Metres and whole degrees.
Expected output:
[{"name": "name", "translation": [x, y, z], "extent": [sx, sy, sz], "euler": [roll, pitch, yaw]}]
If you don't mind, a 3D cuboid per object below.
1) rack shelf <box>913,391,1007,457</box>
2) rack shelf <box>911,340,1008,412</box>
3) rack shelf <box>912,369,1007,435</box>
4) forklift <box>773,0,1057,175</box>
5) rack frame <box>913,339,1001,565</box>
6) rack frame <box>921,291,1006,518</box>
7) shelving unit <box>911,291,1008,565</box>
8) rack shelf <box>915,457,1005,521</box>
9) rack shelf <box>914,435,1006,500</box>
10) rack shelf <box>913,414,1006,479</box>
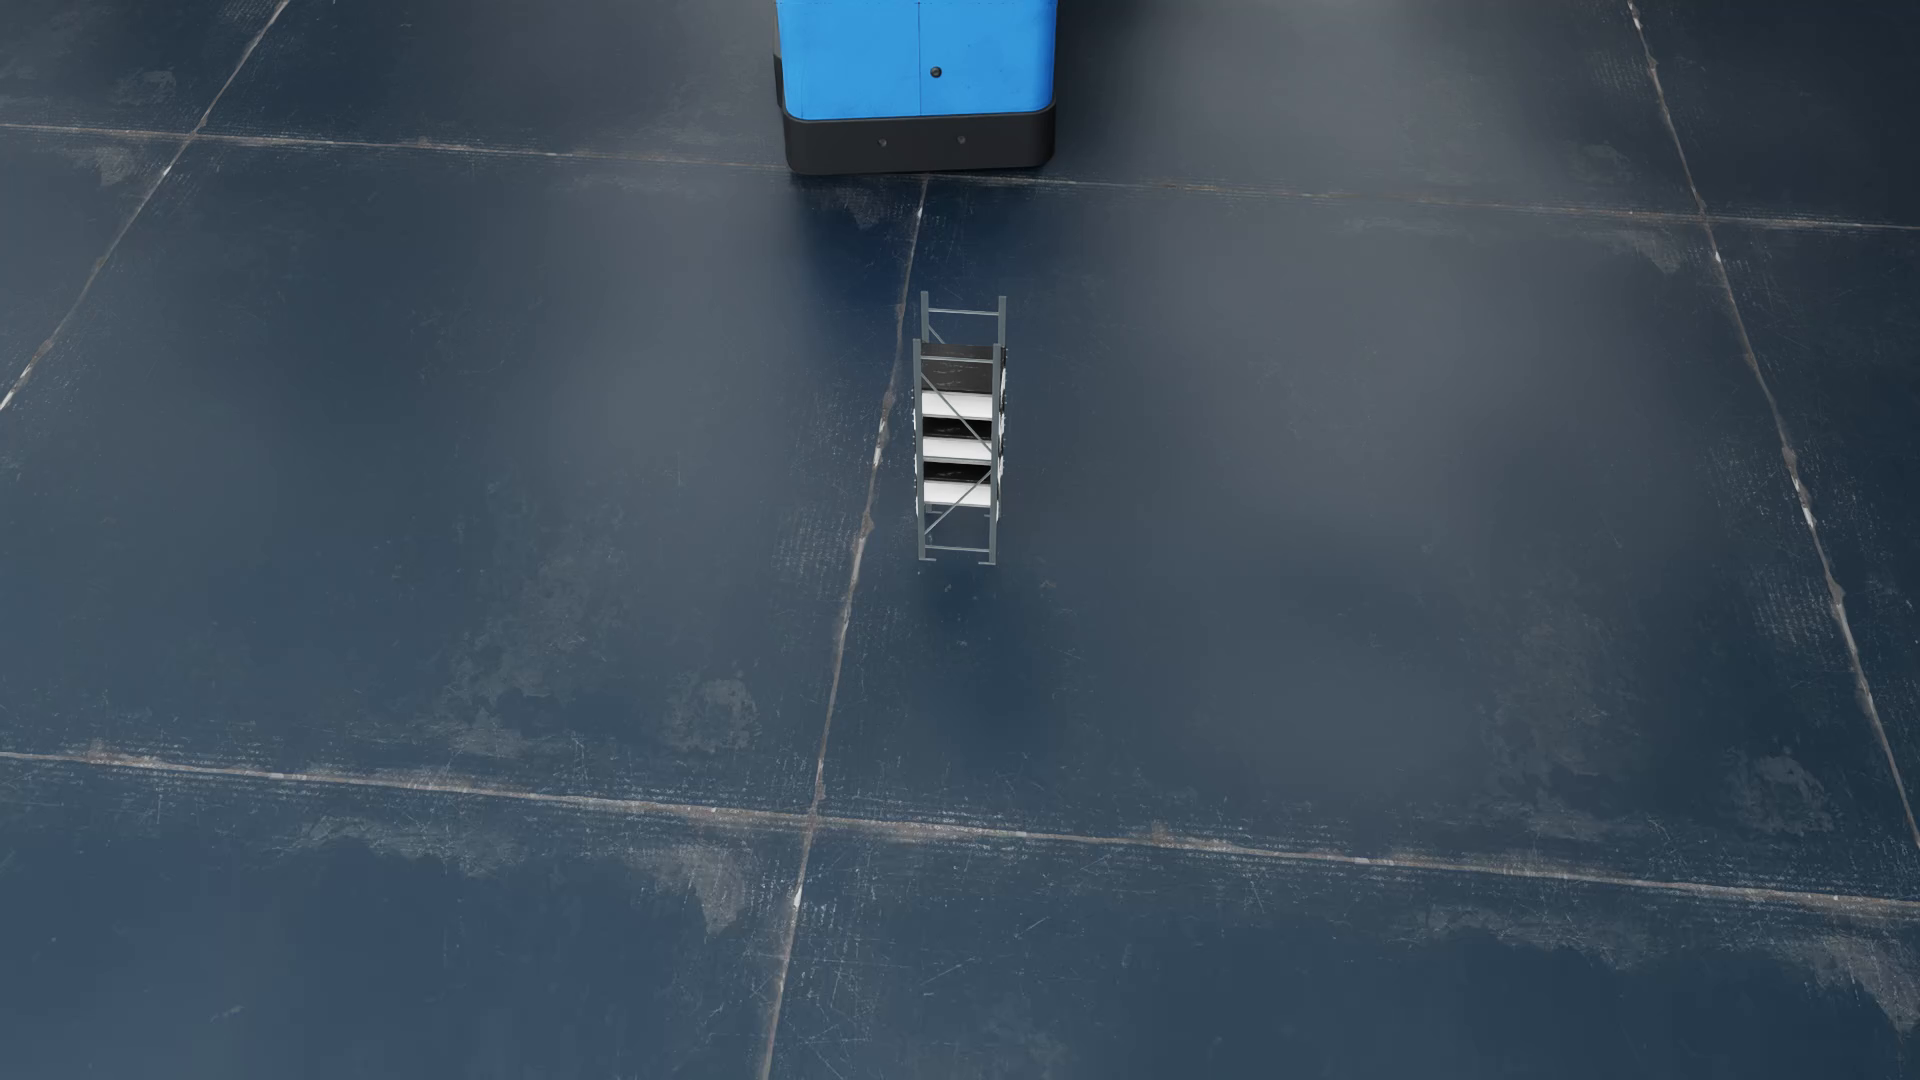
[{"name": "rack shelf", "translation": [0.001, -0.348, 4.882], "extent": [0.258, 0.077, 0.200], "euler": [4, 48, 4]}, {"name": "rack shelf", "translation": [0.001, -0.469, 4.749], "extent": [0.258, 0.077, 0.200], "euler": [4, 48, 4]}, {"name": "rack shelf", "translation": [0.001, -0.409, 4.815], "extent": [0.258, 0.077, 0.200], "euler": [4, 48, 4]}, {"name": "forklift", "translation": [-0.247, -3.489, 6.455], "extent": [1.130, 2.935, 3.031], "euler": [-3, 48, -3]}, {"name": "rack frame", "translation": [-0.009, -0.235, 4.855], "extent": [0.240, 0.900, 0.006], "euler": [4, 48, 4]}, {"name": "rack frame", "translation": [0.010, -0.384, 4.992], "extent": [0.240, 0.900, 0.006], "euler": [4, 48, 4]}, {"name": "shelving unit", "translation": [0.001, -0.310, 4.923], "extent": [0.258, 0.900, 0.210], "euler": [4, 48, 4]}, {"name": "rack shelf", "translation": [0.001, -0.166, 5.081], "extent": [0.258, 0.077, 0.200], "euler": [4, 48, 4]}, {"name": "rack shelf", "translation": [0.001, -0.226, 5.014], "extent": [0.258, 0.077, 0.200], "euler": [4, 48, 4]}, {"name": "rack shelf", "translation": [0.001, -0.287, 4.948], "extent": [0.258, 0.077, 0.200], "euler": [4, 48, 4]}]
